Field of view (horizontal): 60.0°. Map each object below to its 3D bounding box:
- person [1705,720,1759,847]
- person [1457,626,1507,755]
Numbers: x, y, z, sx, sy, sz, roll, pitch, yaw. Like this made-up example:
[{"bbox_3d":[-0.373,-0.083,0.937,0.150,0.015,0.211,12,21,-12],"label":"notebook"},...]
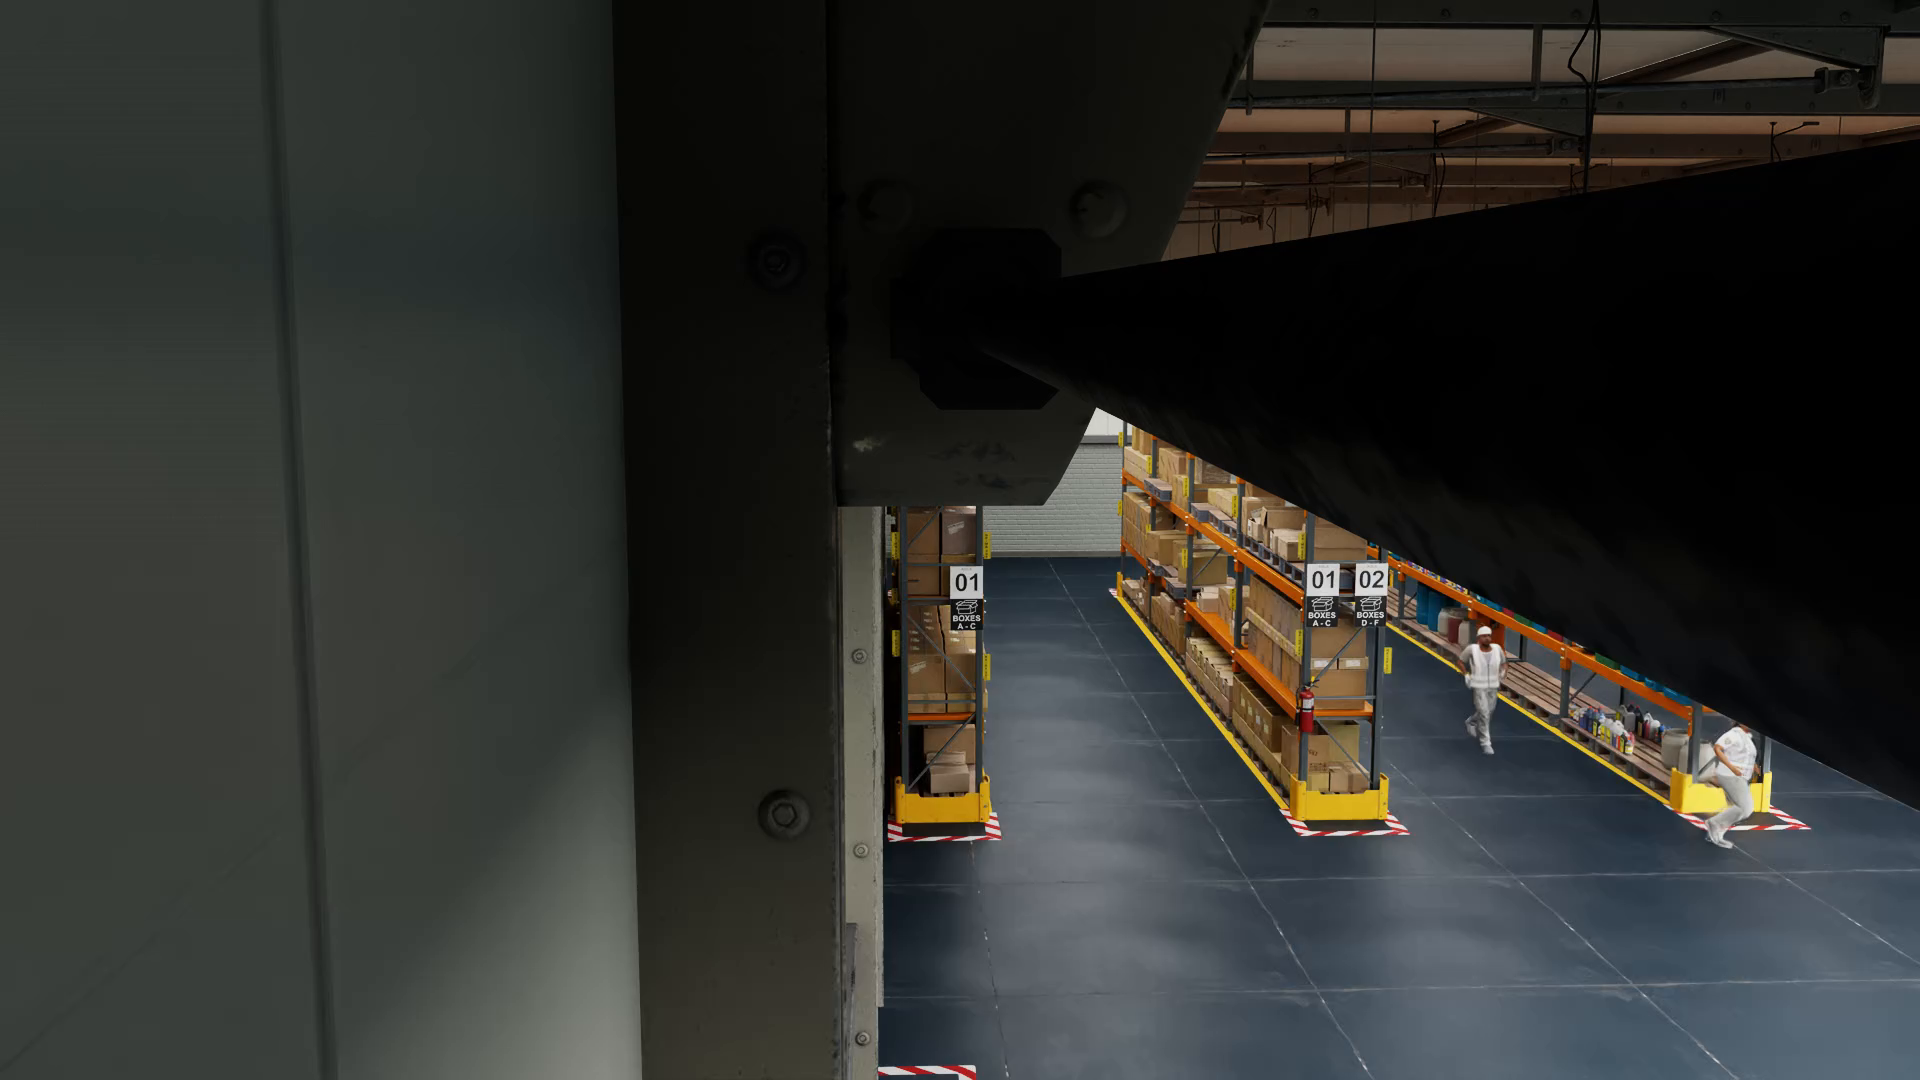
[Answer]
[{"bbox_3d":[9.138,2.798,19.590,0.507,1.616,0.617,6,10,37],"label":"person"},{"bbox_3d":[7.514,2.112,23.847,0.669,1.789,0.901,-1,8,-7],"label":"person"}]
